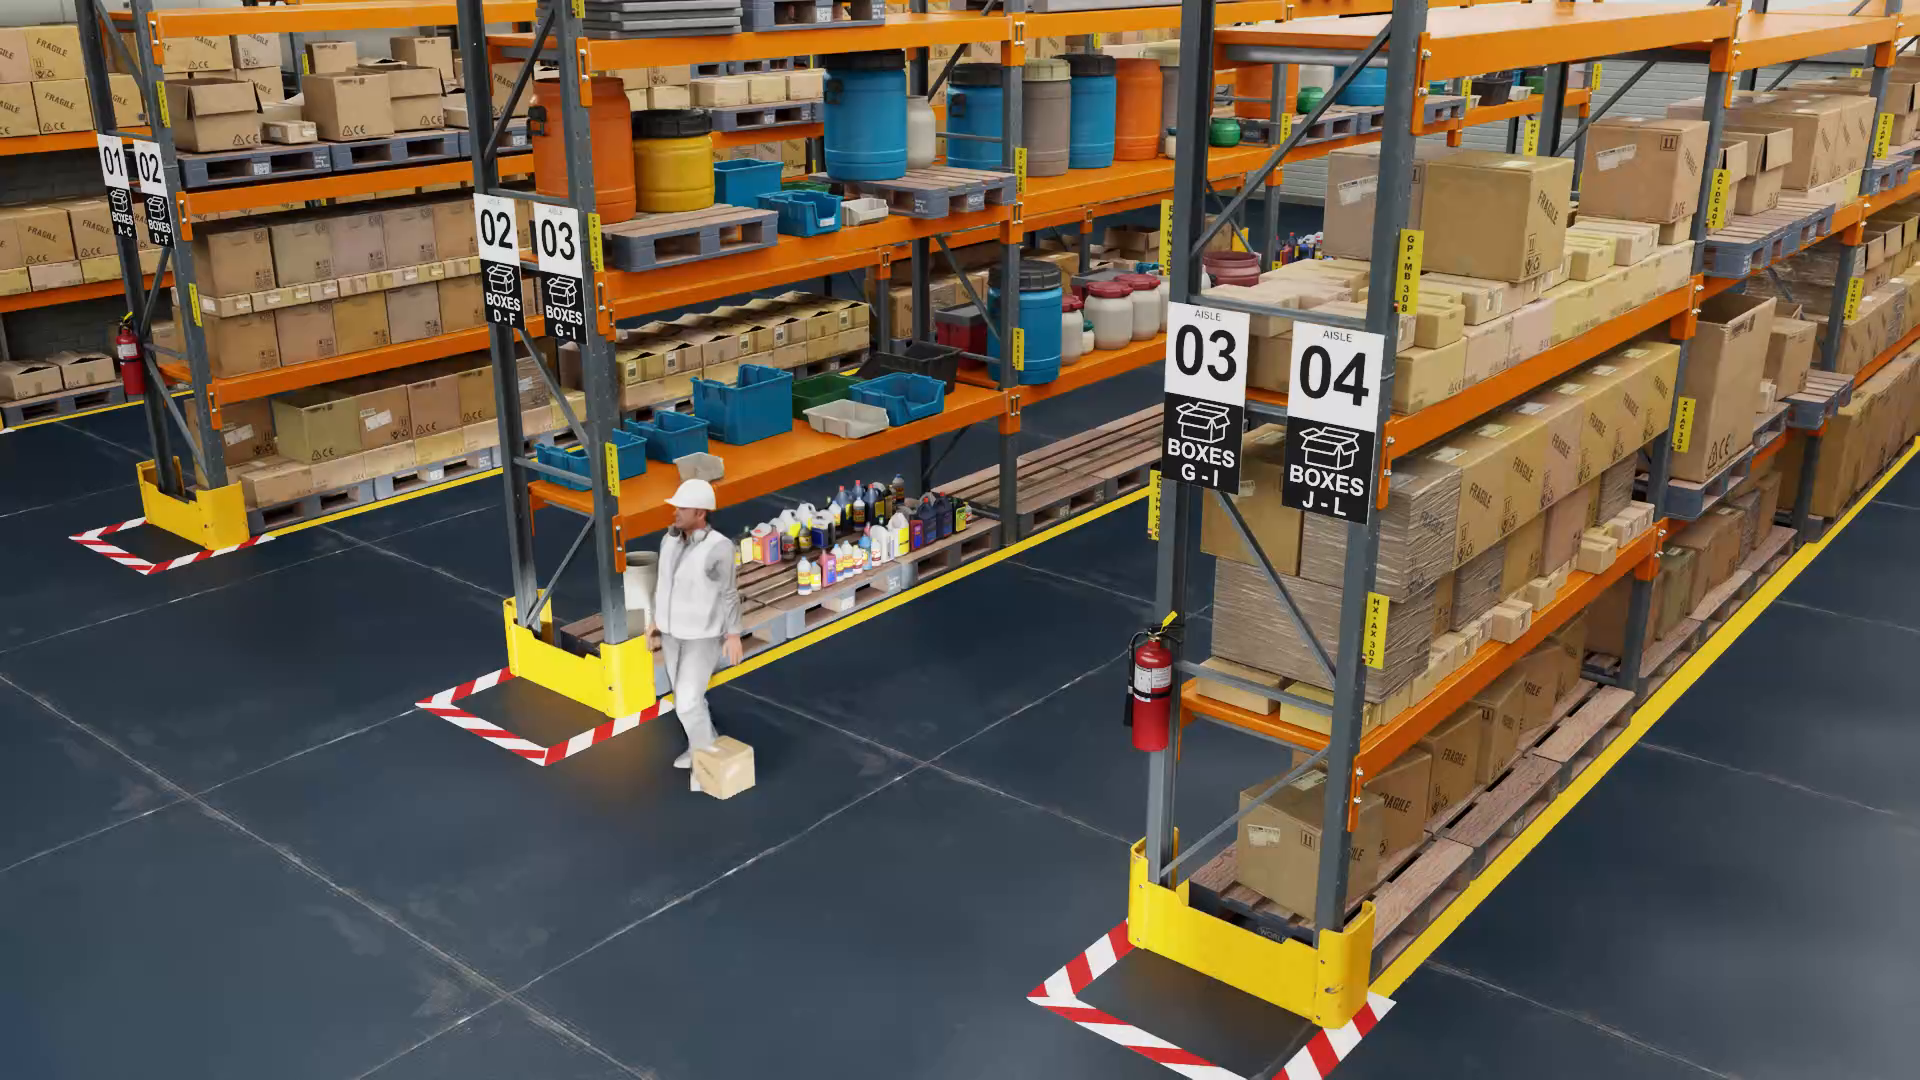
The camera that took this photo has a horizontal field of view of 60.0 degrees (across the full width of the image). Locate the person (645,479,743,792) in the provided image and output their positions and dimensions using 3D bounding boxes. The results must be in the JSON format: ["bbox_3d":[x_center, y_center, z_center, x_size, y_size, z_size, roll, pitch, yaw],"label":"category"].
[{"bbox_3d":[-1.564,0.553,9.538,0.584,1.821,0.494,14,24,34],"label":"person"}]
